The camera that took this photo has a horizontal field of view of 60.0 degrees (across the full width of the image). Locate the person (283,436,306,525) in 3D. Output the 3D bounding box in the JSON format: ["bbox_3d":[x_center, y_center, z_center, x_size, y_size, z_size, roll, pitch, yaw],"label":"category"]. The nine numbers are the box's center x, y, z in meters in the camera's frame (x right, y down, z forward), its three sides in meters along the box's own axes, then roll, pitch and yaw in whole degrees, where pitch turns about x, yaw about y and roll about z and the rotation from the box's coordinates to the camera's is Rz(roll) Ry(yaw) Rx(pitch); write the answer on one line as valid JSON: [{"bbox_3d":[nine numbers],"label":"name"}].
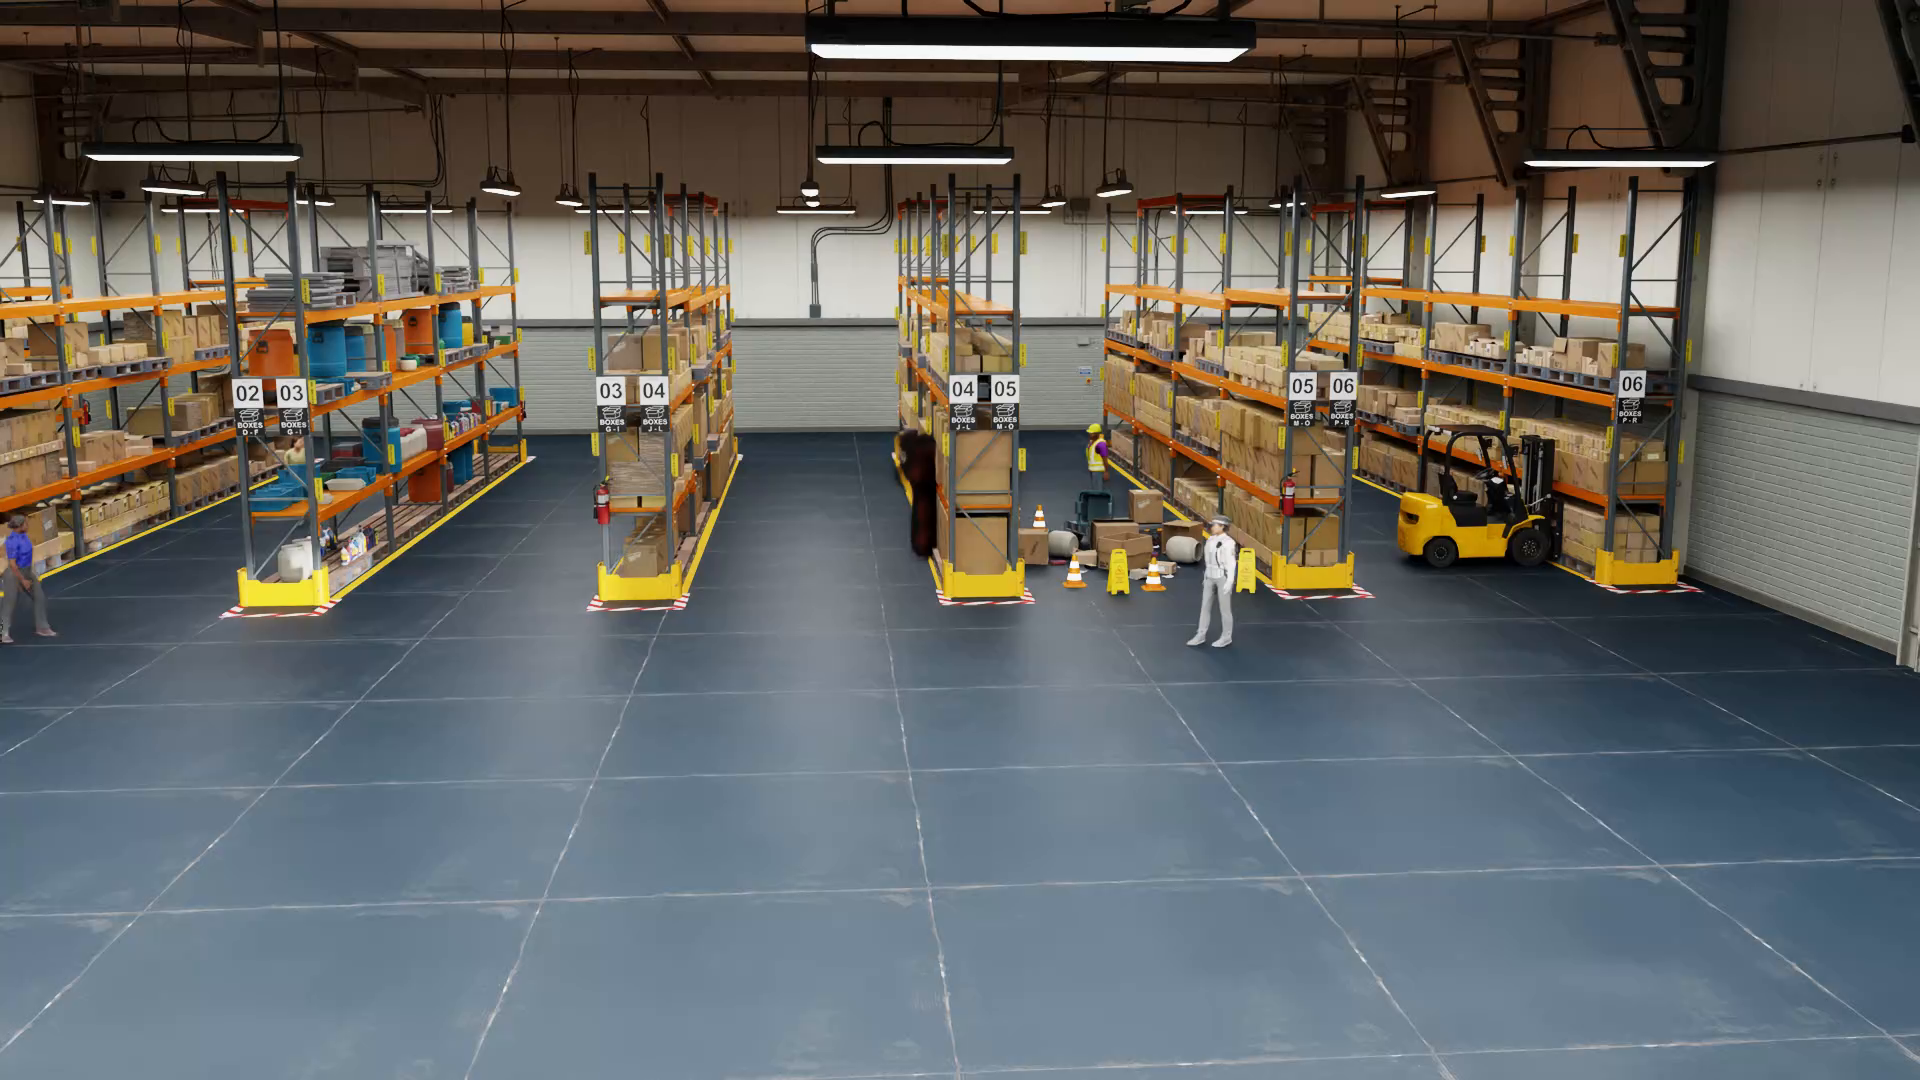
[{"bbox_3d":[-12.059,-1.106,30.265,0.396,1.621,1.030,-1,10,-4],"label":"person"}]

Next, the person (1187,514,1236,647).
[{"bbox_3d":[3.197,0.515,20.950,0.528,1.700,0.490,-6,12,-33],"label":"person"}]

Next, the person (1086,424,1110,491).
[{"bbox_3d":[2.532,-1.277,30.812,0.417,1.772,0.639,0,10,-2],"label":"person"}]

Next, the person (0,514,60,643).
[{"bbox_3d":[-12.036,0.496,21.322,0.577,1.663,0.599,1,10,5],"label":"person"}]
